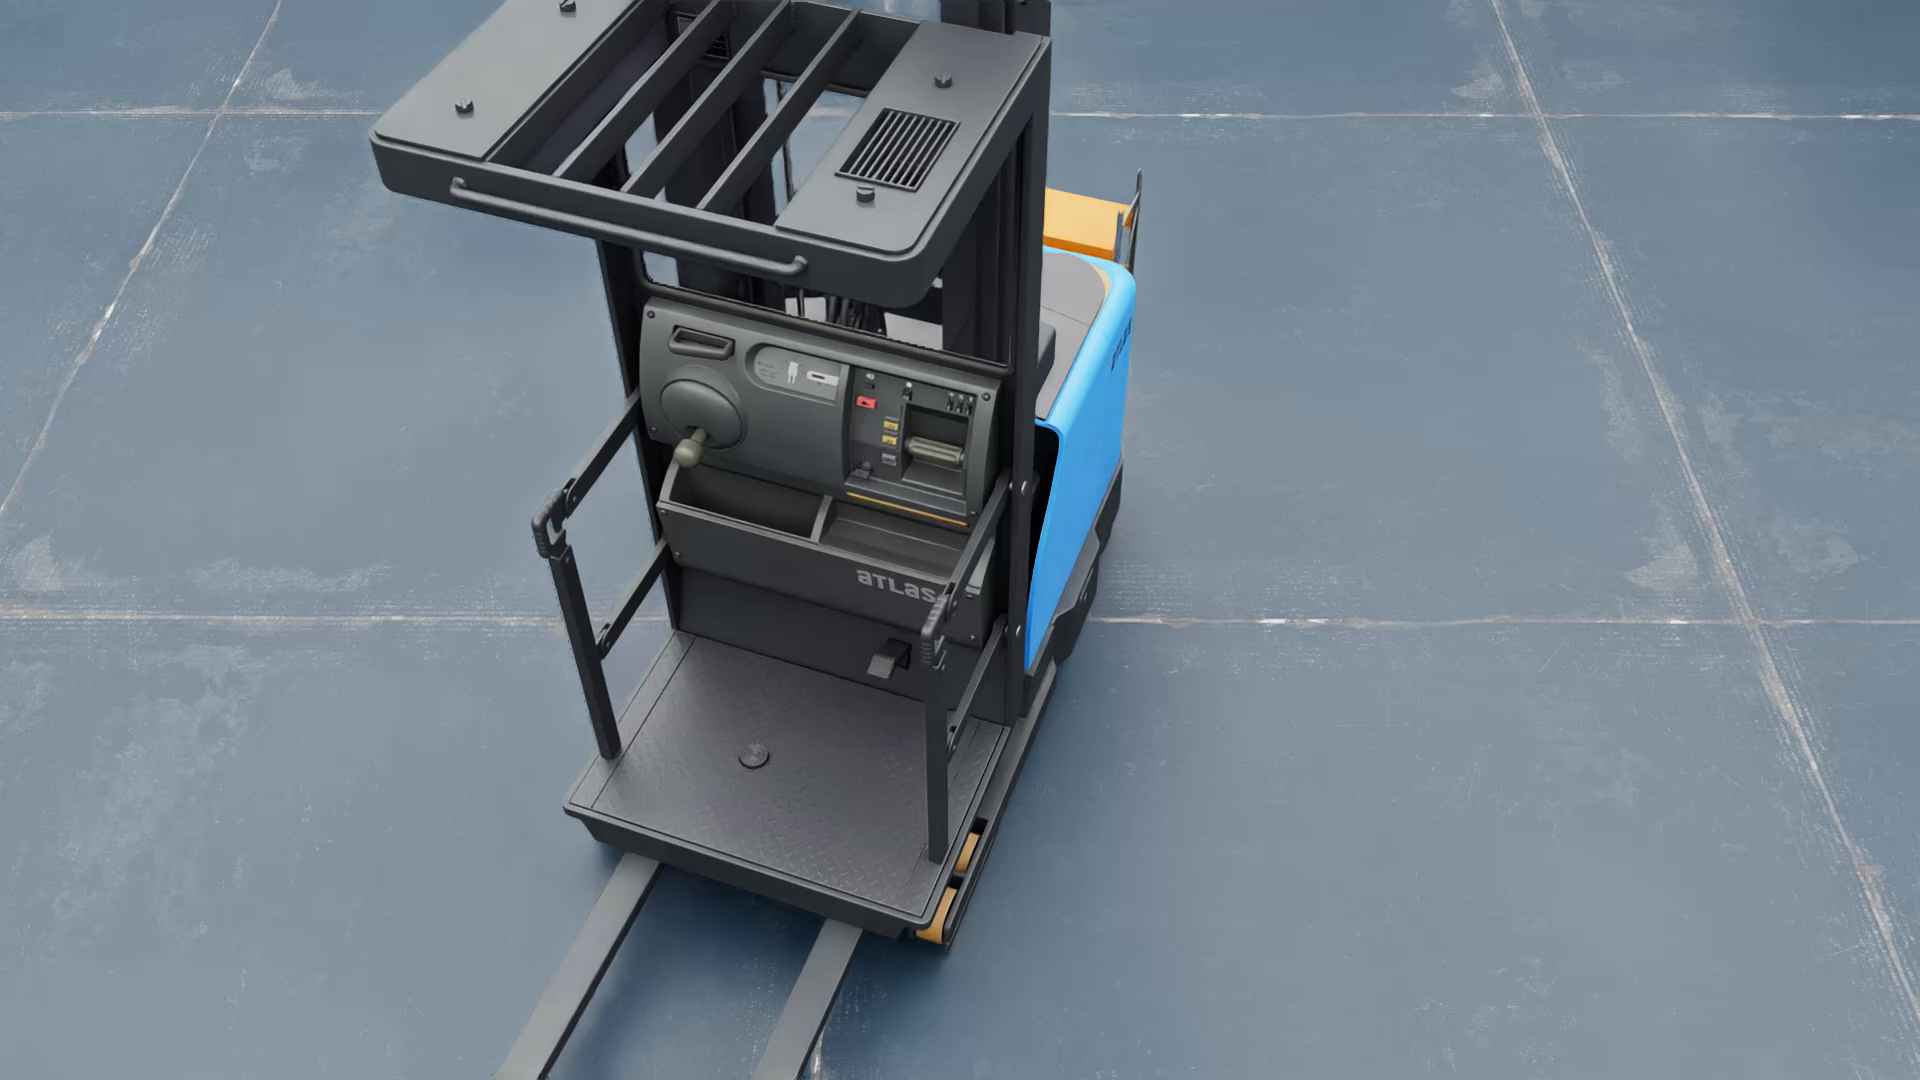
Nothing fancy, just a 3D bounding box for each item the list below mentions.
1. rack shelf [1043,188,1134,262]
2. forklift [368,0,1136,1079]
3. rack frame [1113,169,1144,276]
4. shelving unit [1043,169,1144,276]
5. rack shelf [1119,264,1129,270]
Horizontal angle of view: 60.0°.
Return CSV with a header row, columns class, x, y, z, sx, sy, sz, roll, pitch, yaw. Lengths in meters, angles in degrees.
class,x,y,z,sx,sy,sz,roll,pitch,yaw
rack shelf,0.296,-0.993,5.318,0.480,0.148,0.258,15,49,14
forklift,-0.431,-0.214,3.946,1.130,2.935,3.031,15,49,14
rack frame,0.525,-0.664,5.548,0.015,1.200,0.240,15,49,14
shelving unit,0.296,-0.725,5.605,0.503,1.200,0.258,15,49,14
rack shelf,0.296,-0.832,5.491,0.480,0.148,0.258,15,49,14
